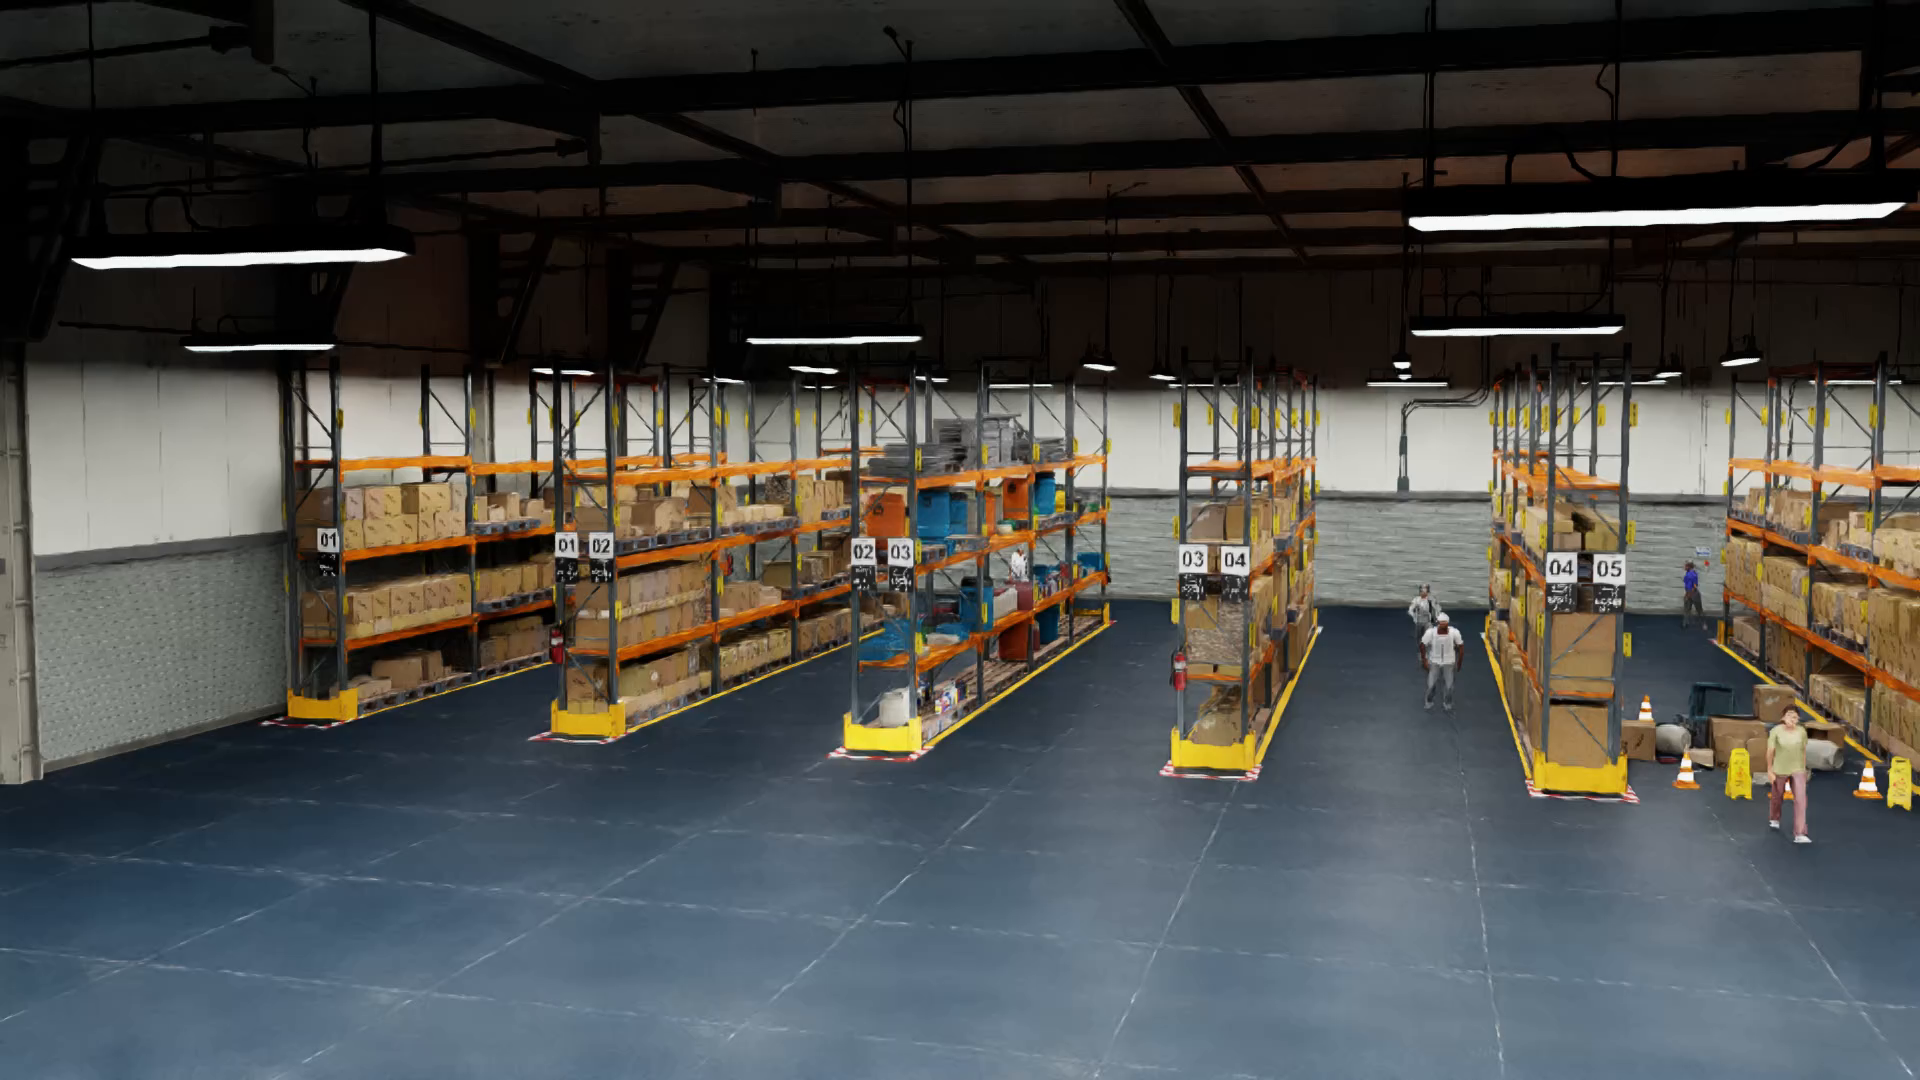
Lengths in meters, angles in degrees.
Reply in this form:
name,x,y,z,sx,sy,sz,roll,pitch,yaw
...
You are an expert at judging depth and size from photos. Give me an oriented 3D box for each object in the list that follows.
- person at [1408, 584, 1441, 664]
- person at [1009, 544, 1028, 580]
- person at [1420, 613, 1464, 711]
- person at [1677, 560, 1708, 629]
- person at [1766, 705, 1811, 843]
name,x,y,z,sx,sy,sz,roll,pitch,yaw
person,9.517,1.690,34.110,0.636,1.621,0.802,2,4,20
person,1.507,0.935,44.269,0.546,1.650,0.591,-2,5,-21
person,8.190,2.078,28.287,0.719,1.714,0.578,1,4,13
person,17.387,1.290,39.404,0.687,1.645,0.488,-1,4,-13
person,9.840,2.739,19.792,0.448,1.590,1.110,1,4,18
